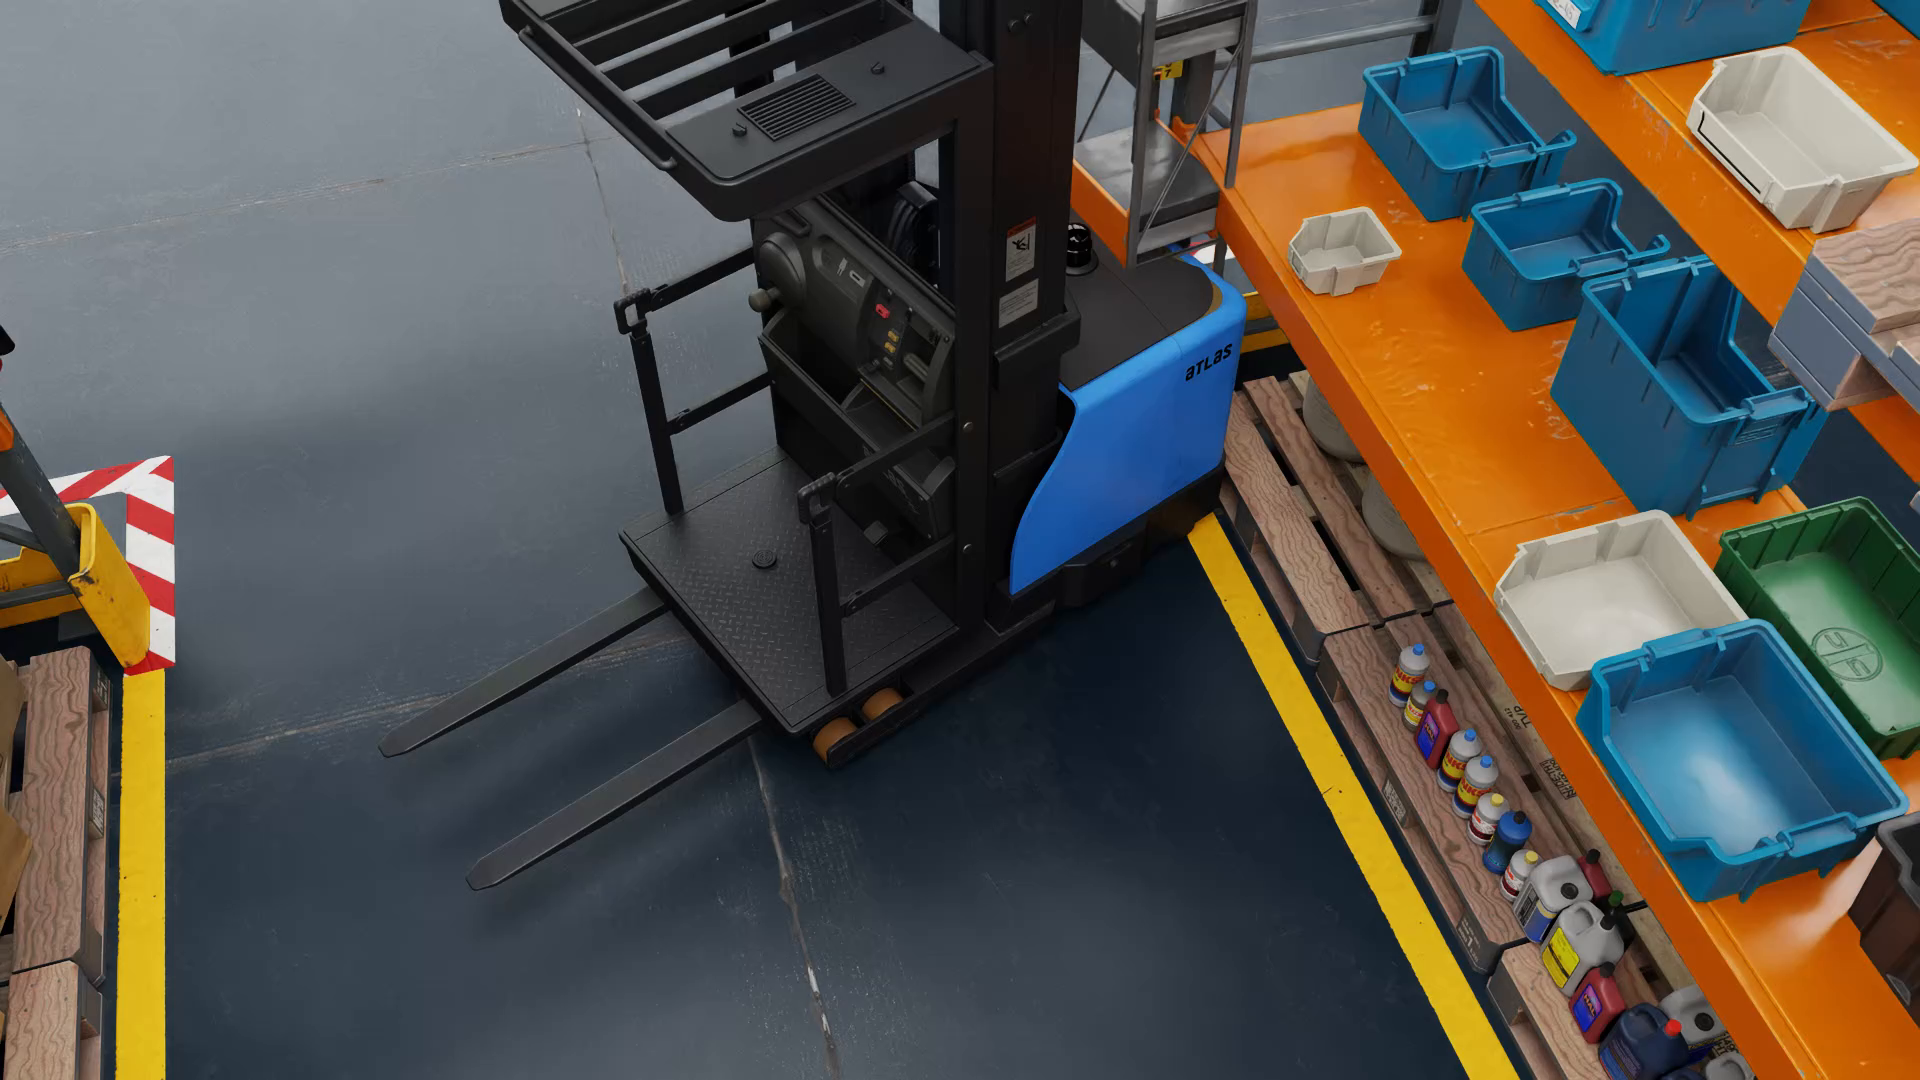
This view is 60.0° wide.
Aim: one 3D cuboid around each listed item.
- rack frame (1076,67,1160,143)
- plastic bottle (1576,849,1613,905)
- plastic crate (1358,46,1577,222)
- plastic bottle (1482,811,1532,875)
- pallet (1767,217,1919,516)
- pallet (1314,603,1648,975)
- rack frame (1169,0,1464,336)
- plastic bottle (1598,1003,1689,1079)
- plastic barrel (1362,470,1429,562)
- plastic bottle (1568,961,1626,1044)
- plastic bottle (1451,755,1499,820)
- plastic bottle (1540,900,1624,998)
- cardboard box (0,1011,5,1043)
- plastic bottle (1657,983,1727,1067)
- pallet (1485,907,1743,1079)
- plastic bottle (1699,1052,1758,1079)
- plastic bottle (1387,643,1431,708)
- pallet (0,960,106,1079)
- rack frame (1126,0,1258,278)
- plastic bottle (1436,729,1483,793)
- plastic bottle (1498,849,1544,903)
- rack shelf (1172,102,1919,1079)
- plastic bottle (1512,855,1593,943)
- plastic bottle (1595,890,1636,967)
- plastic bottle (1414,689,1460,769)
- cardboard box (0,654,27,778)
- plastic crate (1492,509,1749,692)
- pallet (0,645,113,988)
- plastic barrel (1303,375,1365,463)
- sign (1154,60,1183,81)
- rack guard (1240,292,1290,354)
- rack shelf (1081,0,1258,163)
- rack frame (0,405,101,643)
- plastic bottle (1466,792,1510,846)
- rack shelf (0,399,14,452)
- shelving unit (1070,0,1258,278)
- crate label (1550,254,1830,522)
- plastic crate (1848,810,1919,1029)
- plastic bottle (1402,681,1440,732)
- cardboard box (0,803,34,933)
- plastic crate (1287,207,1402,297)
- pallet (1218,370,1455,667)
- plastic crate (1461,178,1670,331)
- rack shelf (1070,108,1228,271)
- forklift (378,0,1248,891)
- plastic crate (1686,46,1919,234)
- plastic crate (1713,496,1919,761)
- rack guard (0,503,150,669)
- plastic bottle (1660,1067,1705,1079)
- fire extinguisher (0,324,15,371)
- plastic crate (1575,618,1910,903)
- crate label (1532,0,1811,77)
[{"bbox_3d":[0.514,-1.279,5.939,0.400,2.100,0.015,-21,50,-18],"label":"rack frame"},{"bbox_3d":[1.853,1.028,4.910,0.061,0.283,0.133,-13,51,-11],"label":"plastic bottle"},{"bbox_3d":[1.664,-1.356,5.529,0.499,0.251,0.616,-13,51,-11],"label":"plastic crate"},{"bbox_3d":[1.660,0.902,5.025,0.097,0.271,0.097,0,50,0],"label":"plastic bottle"},{"bbox_3d":[2.107,-0.191,2.611,1.213,0.211,1.003,-13,51,-11],"label":"pallet"},{"bbox_3d":[1.890,0.726,5.500,1.003,0.211,1.213,-13,51,-11],"label":"pallet"},{"bbox_3d":[1.230,-1.702,5.723,1.000,3.000,0.127,-13,51,-11],"label":"rack frame"},{"bbox_3d":[1.891,1.386,4.564,0.144,0.351,0.185,-16,52,-13],"label":"plastic bottle"},{"bbox_3d":[1.646,-0.206,5.814,0.421,0.512,0.421,0,50,0],"label":"plastic barrel"},{"bbox_3d":[1.803,1.298,4.683,0.061,0.283,0.133,-10,51,-9],"label":"plastic bottle"},{"bbox_3d":[1.600,0.754,5.149,0.097,0.271,0.097,0,50,0],"label":"plastic bottle"},{"bbox_3d":[1.795,1.150,4.763,0.144,0.351,0.185,-14,51,-11],"label":"plastic bottle"},{"bbox_3d":[-2.956,1.438,4.436,0.500,0.500,0.500,-9,50,-8],"label":"cardboard box"},{"bbox_3d":[2.025,1.358,4.637,0.152,0.276,0.135,-13,51,-11],"label":"plastic bottle"},{"bbox_3d":[2.255,1.618,4.748,1.003,0.211,1.213,-13,51,-11],"label":"pallet"},{"bbox_3d":[2.085,1.494,4.474,0.144,0.351,0.185,-13,51,-11],"label":"plastic bottle"},{"bbox_3d":[1.469,0.430,5.422,0.097,0.271,0.097,0,50,0],"label":"plastic bottle"},{"bbox_3d":[-2.915,1.863,4.541,1.003,0.211,1.213,-13,51,-11],"label":"pallet"},{"bbox_3d":[0.735,-0.965,5.639,0.400,2.100,0.015,-21,50,-18],"label":"rack frame"},{"bbox_3d":[1.570,0.681,5.211,0.097,0.271,0.097,0,50,0],"label":"plastic bottle"},{"bbox_3d":[1.690,0.999,4.989,0.097,0.201,0.097,0,50,0],"label":"plastic bottle"},{"bbox_3d":[1.822,-0.009,4.767,1.077,0.370,4.000,-13,51,-11],"label":"rack shelf"},{"bbox_3d":[1.751,1.055,4.893,0.152,0.276,0.135,-12,51,-10],"label":"plastic bottle"},{"bbox_3d":[1.886,1.130,4.824,0.061,0.283,0.133,-13,51,-11],"label":"plastic bottle"},{"bbox_3d":[1.518,0.596,5.275,0.061,0.283,0.133,-13,51,-10],"label":"plastic bottle"},{"bbox_3d":[-3.332,0.548,5.186,0.500,0.500,0.500,-5,50,-4],"label":"cardboard box"},{"bbox_3d":[1.691,0.176,4.312,0.530,0.136,0.437,-13,51,-11],"label":"plastic crate"},{"bbox_3d":[-3.272,0.974,5.291,1.003,0.211,1.213,-13,51,-11],"label":"pallet"},{"bbox_3d":[1.498,-0.572,6.123,0.421,0.512,0.421,0,50,0],"label":"plastic barrel"},{"bbox_3d":[0.704,-1.670,5.515,0.100,0.325,0.005,-13,51,-11],"label":"sign"},{"bbox_3d":[1.298,-0.851,6.641,1.175,0.500,0.348,-13,51,-11],"label":"rack guard"},{"bbox_3d":[0.616,-1.593,5.290,0.431,0.518,0.480,-21,50,-18],"label":"rack shelf"},{"bbox_3d":[-3.501,-0.582,4.779,1.000,3.000,0.127,-13,51,-11],"label":"rack frame"},{"bbox_3d":[1.629,0.849,5.115,0.097,0.201,0.097,0,50,0],"label":"plastic bottle"},{"bbox_3d":[-2.910,1.110,3.822,1.077,0.370,4.000,-13,51,-11],"label":"rack shelf"},{"bbox_3d":[0.625,-1.122,5.789,0.431,2.100,0.503,-21,50,-18],"label":"shelving unit"},{"bbox_3d":[2.033,-0.430,4.628,0.502,0.435,0.616,-13,51,-11],"label":"crate label"},{"bbox_3d":[2.380,0.828,3.630,0.767,0.338,0.504,-13,51,-11],"label":"plastic crate"},{"bbox_3d":[1.500,0.528,5.385,0.097,0.201,0.097,0,50,0],"label":"plastic bottle"},{"bbox_3d":[-3.123,0.977,4.825,0.500,0.500,0.500,-2,50,-1],"label":"cardboard box"},{"bbox_3d":[1.188,-0.891,5.211,0.298,0.136,0.250,-13,51,-11],"label":"plastic crate"},{"bbox_3d":[1.533,-0.164,6.250,1.003,0.211,1.213,-13,51,-11],"label":"pallet"},{"bbox_3d":[1.851,-0.881,5.128,0.499,0.251,0.408,-13,51,-11],"label":"plastic crate"},{"bbox_3d":[0.625,-1.113,5.799,0.431,0.518,0.480,-21,50,-18],"label":"rack shelf"},{"bbox_3d":[-0.494,-0.648,4.879,3.031,2.935,1.130,-31,56,-23],"label":"forklift"},{"bbox_3d":[1.552,-0.743,3.125,0.243,0.136,0.396,-13,51,-11],"label":"plastic crate"},{"bbox_3d":[2.282,0.232,4.231,0.450,0.188,0.662,-13,51,-11],"label":"plastic crate"},{"bbox_3d":[-3.479,0.279,5.688,1.175,0.500,0.348,-13,51,-11],"label":"rack guard"},{"bbox_3d":[1.948,1.526,4.446,0.144,0.351,0.185,-15,51,-12],"label":"plastic bottle"},{"bbox_3d":[-3.095,-0.745,4.967,0.296,0.674,0.183,-13,51,-11],"label":"fire extinguisher"},{"bbox_3d":[1.827,0.520,3.947,0.499,0.251,0.616,-13,51,-11],"label":"plastic crate"},{"bbox_3d":[1.468,-1.179,3.417,0.502,0.251,0.408,-13,51,-11],"label":"crate label"}]
